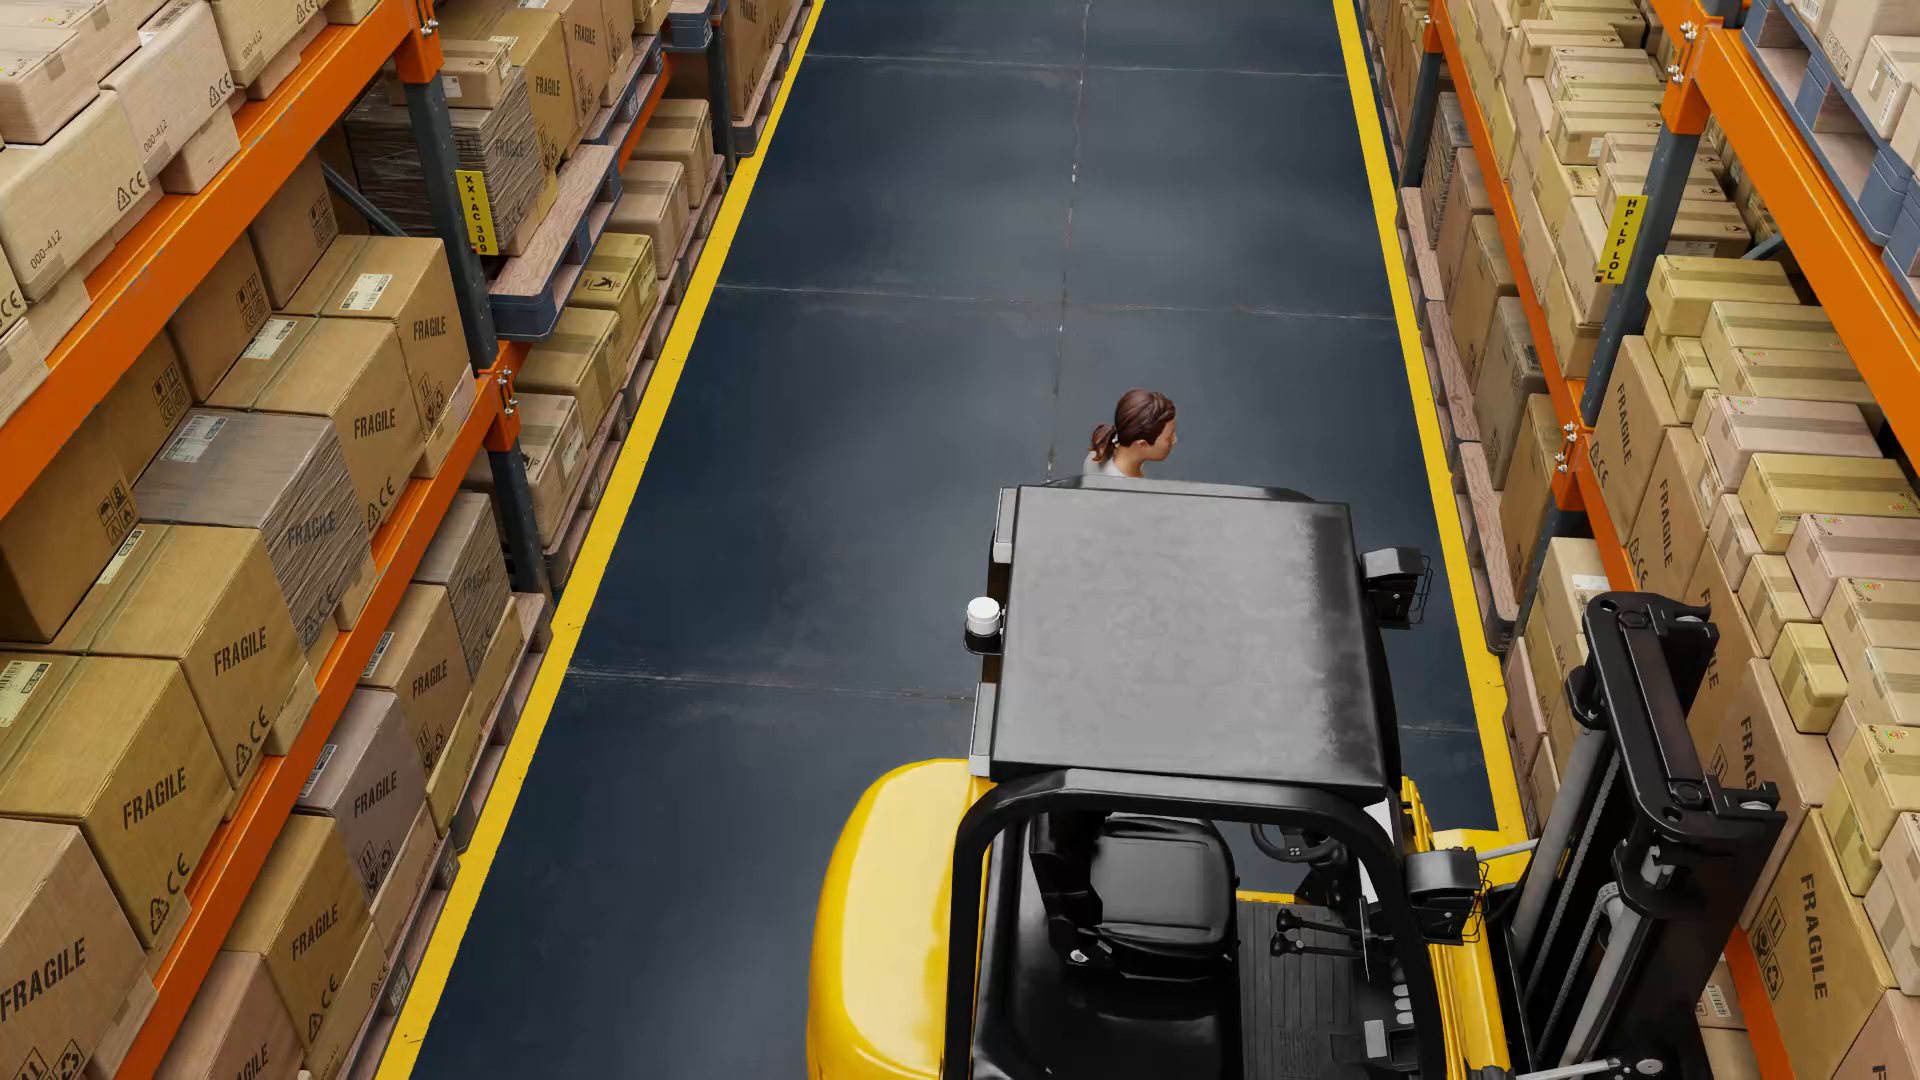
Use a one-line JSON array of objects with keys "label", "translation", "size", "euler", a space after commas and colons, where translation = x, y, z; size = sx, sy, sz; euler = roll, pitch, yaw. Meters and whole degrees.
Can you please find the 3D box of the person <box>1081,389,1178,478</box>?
[{"label": "person", "translation": [0.560, 0.170, 5.956], "size": [0.357, 1.673, 0.486], "euler": [4, 40, 4]}]
